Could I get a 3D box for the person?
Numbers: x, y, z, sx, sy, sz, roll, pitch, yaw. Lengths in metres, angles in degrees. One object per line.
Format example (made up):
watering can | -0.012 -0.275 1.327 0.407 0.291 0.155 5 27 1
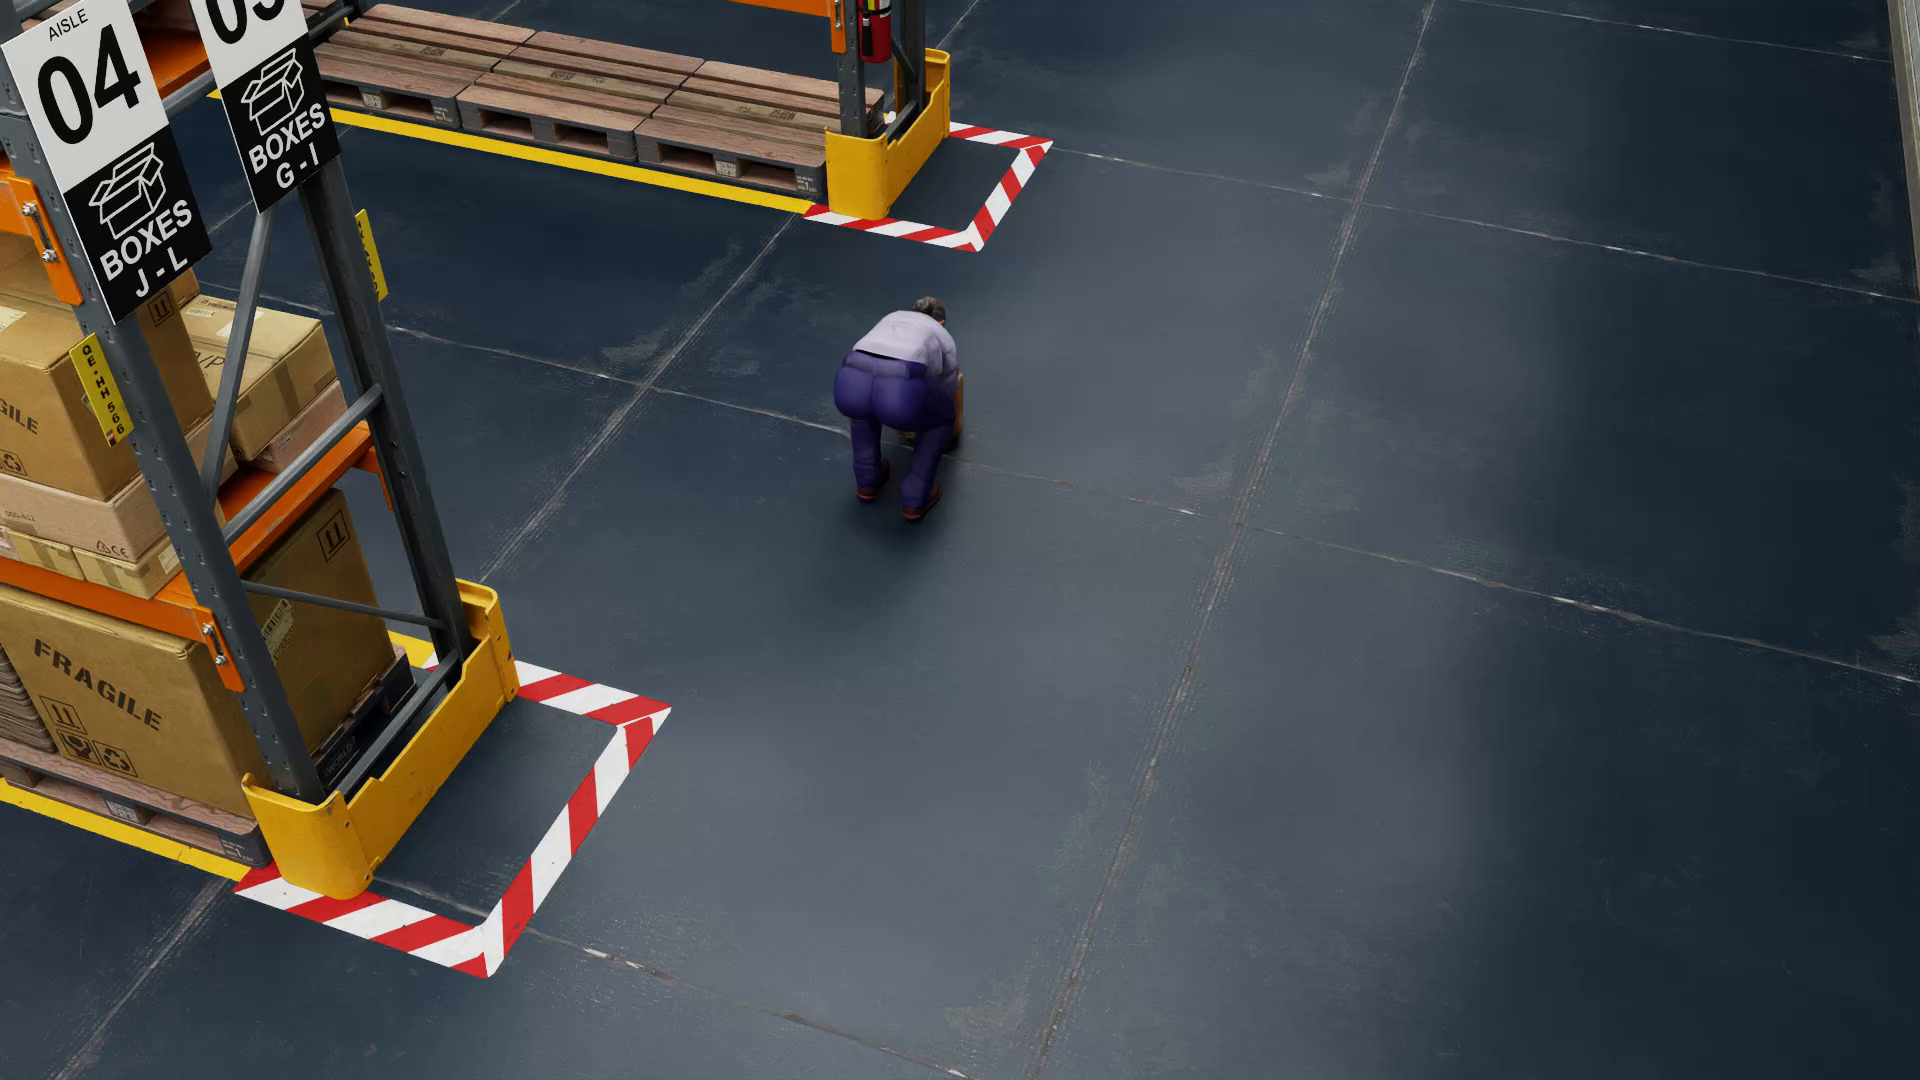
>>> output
person | -0.250 -0.632 7.445 0.500 0.895 0.899 12 43 13
